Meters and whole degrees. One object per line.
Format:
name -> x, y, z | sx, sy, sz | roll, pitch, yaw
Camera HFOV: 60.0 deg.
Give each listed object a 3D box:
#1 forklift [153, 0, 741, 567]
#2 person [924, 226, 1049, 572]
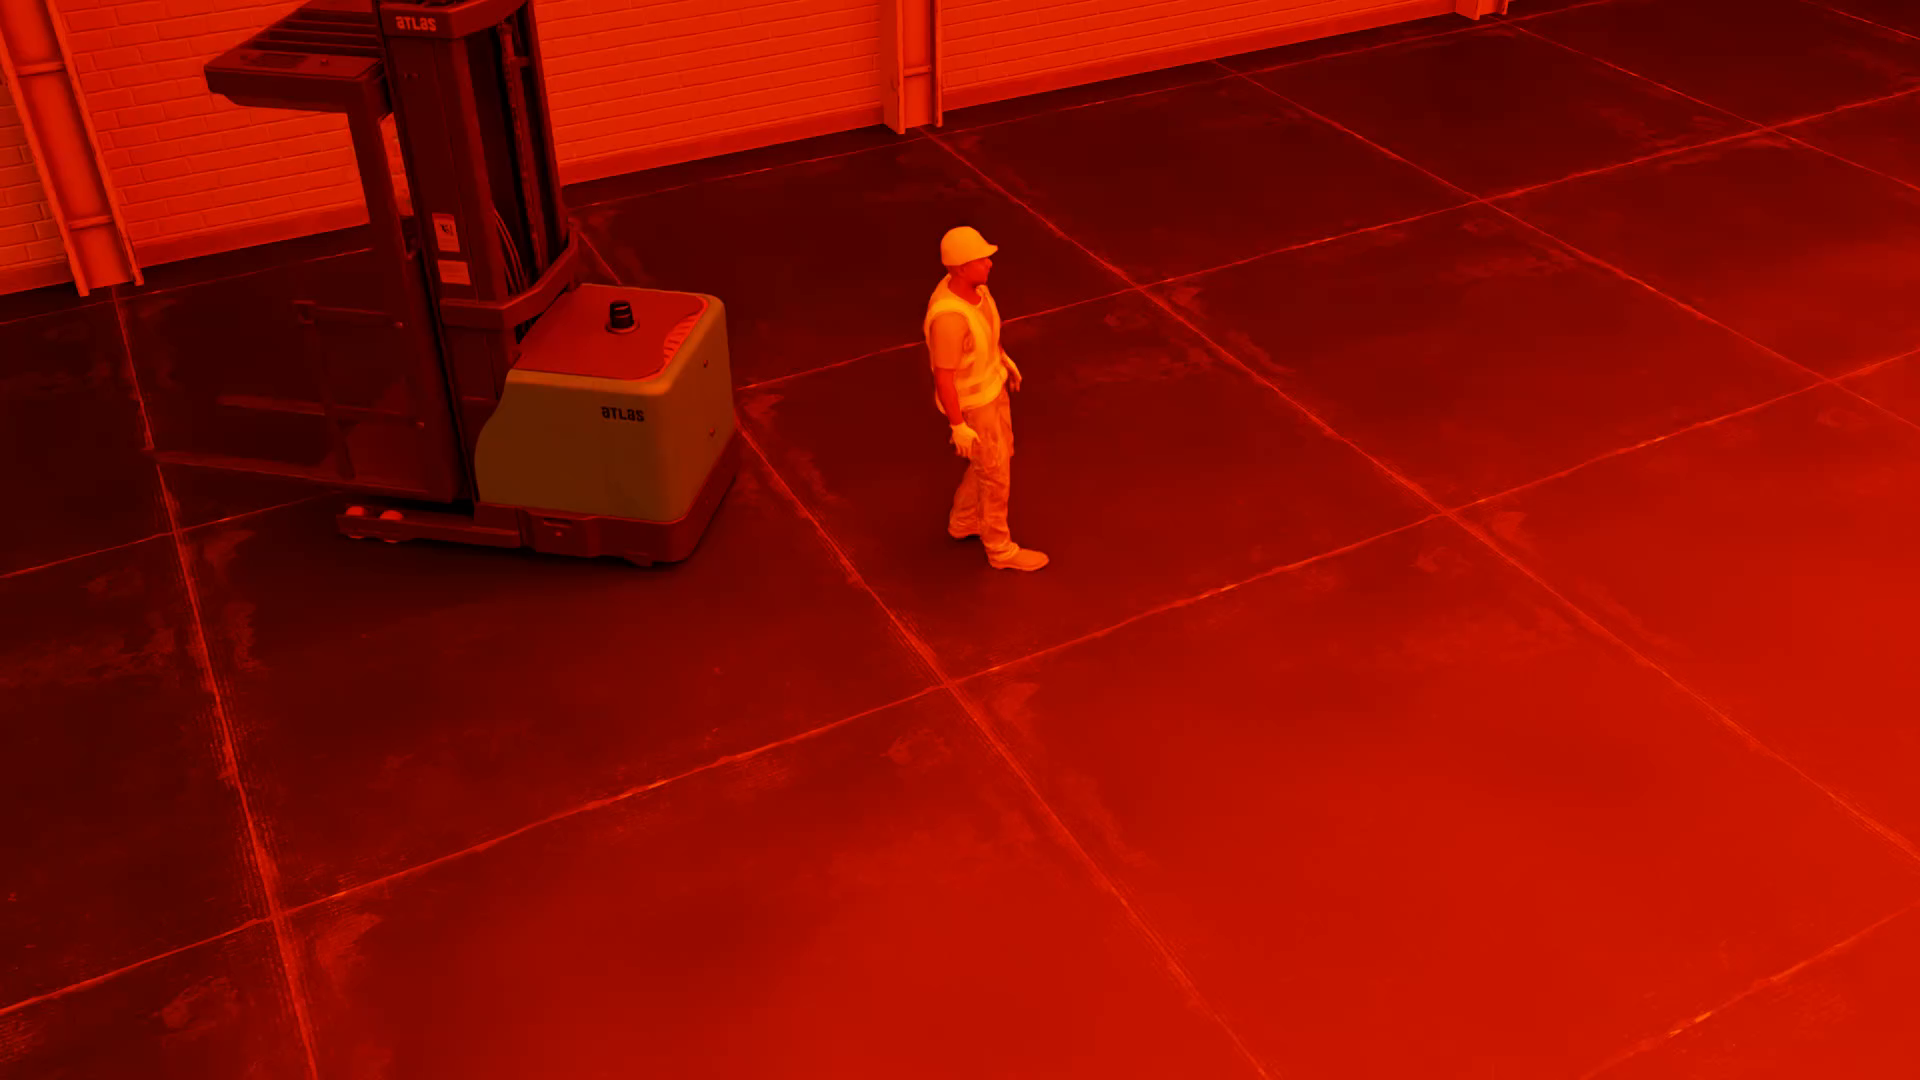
forklift -> -2.770, -1.475, 8.210 | 3.031, 2.935, 1.130 | 6, 36, 9
person -> 0.166, -0.685, 8.128 | 0.651, 1.760, 0.727 | 9, 36, 13
